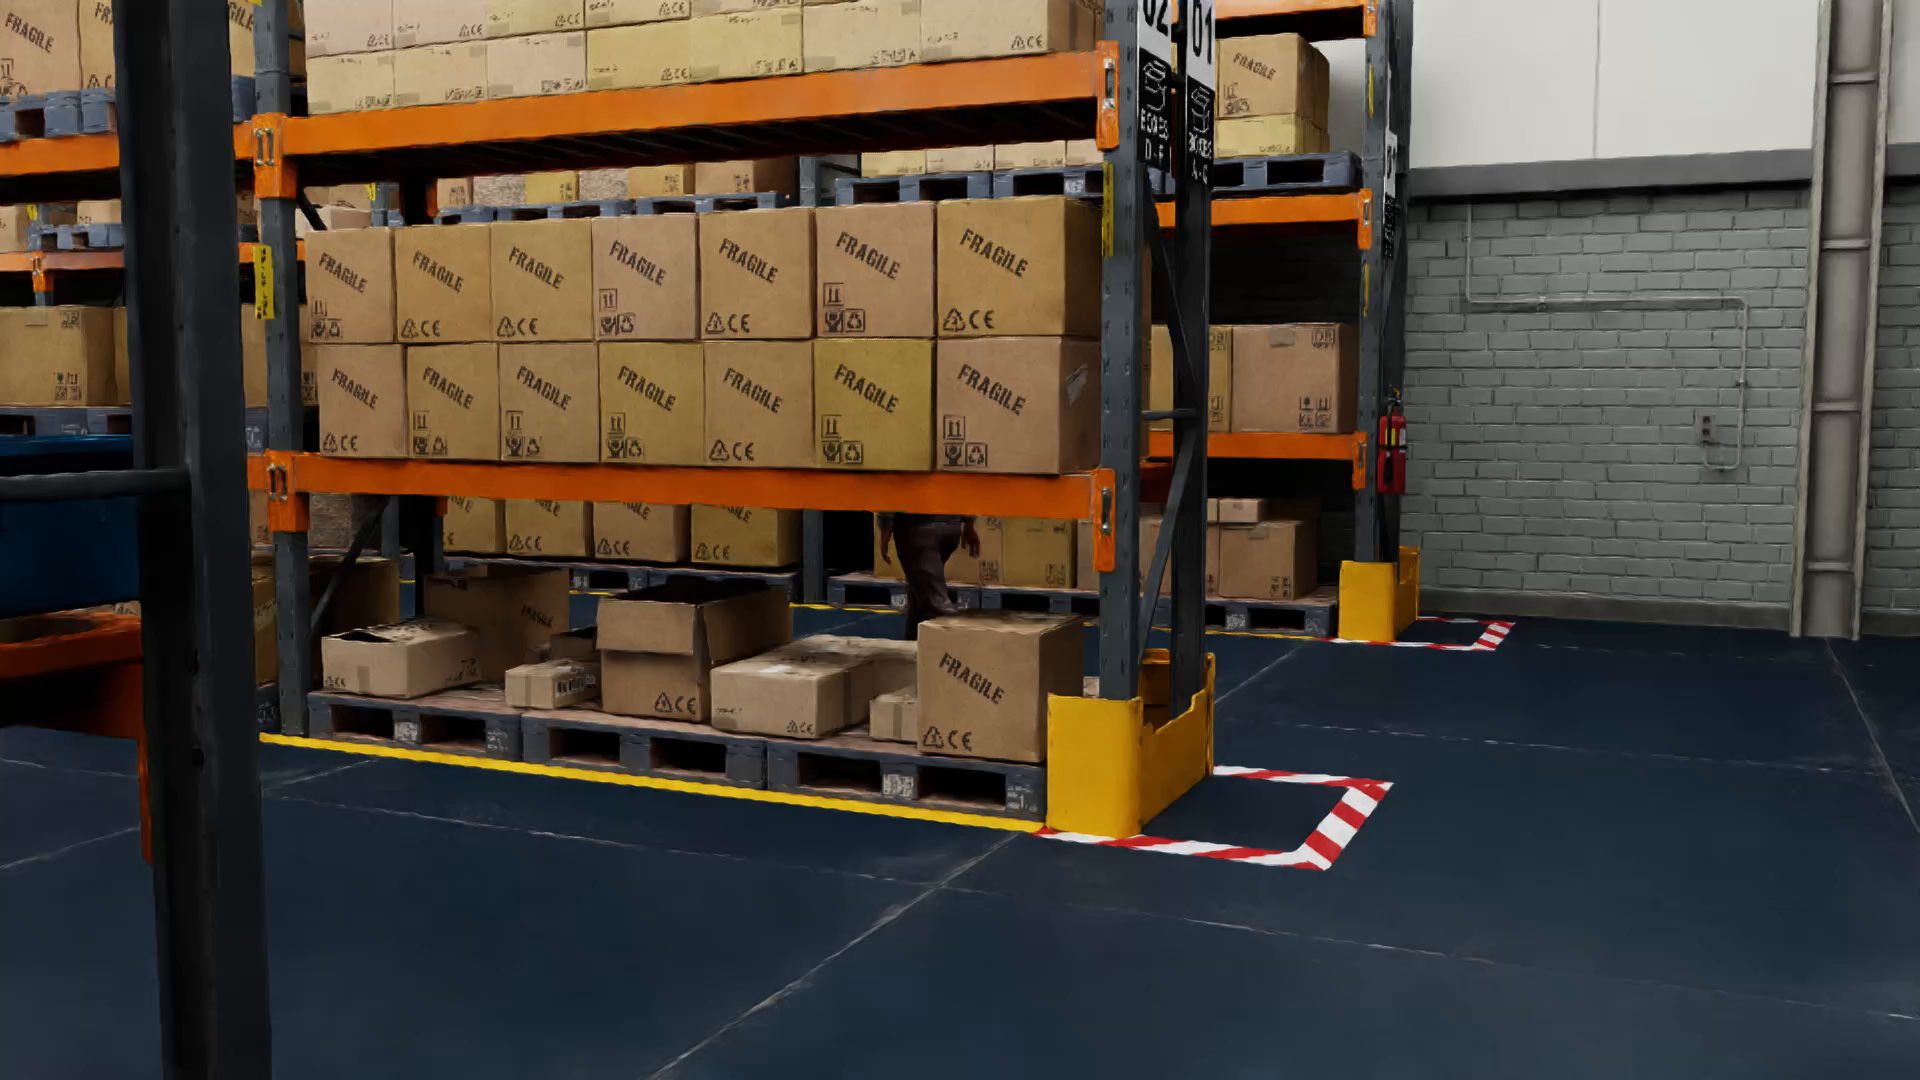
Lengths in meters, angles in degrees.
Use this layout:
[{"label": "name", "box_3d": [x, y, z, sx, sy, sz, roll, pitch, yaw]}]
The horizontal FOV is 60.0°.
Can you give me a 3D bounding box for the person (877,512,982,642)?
[{"label": "person", "box_3d": [-0.205, -0.052, 8.952, 0.965, 1.679, 0.578, 5, 8, 45]}]
